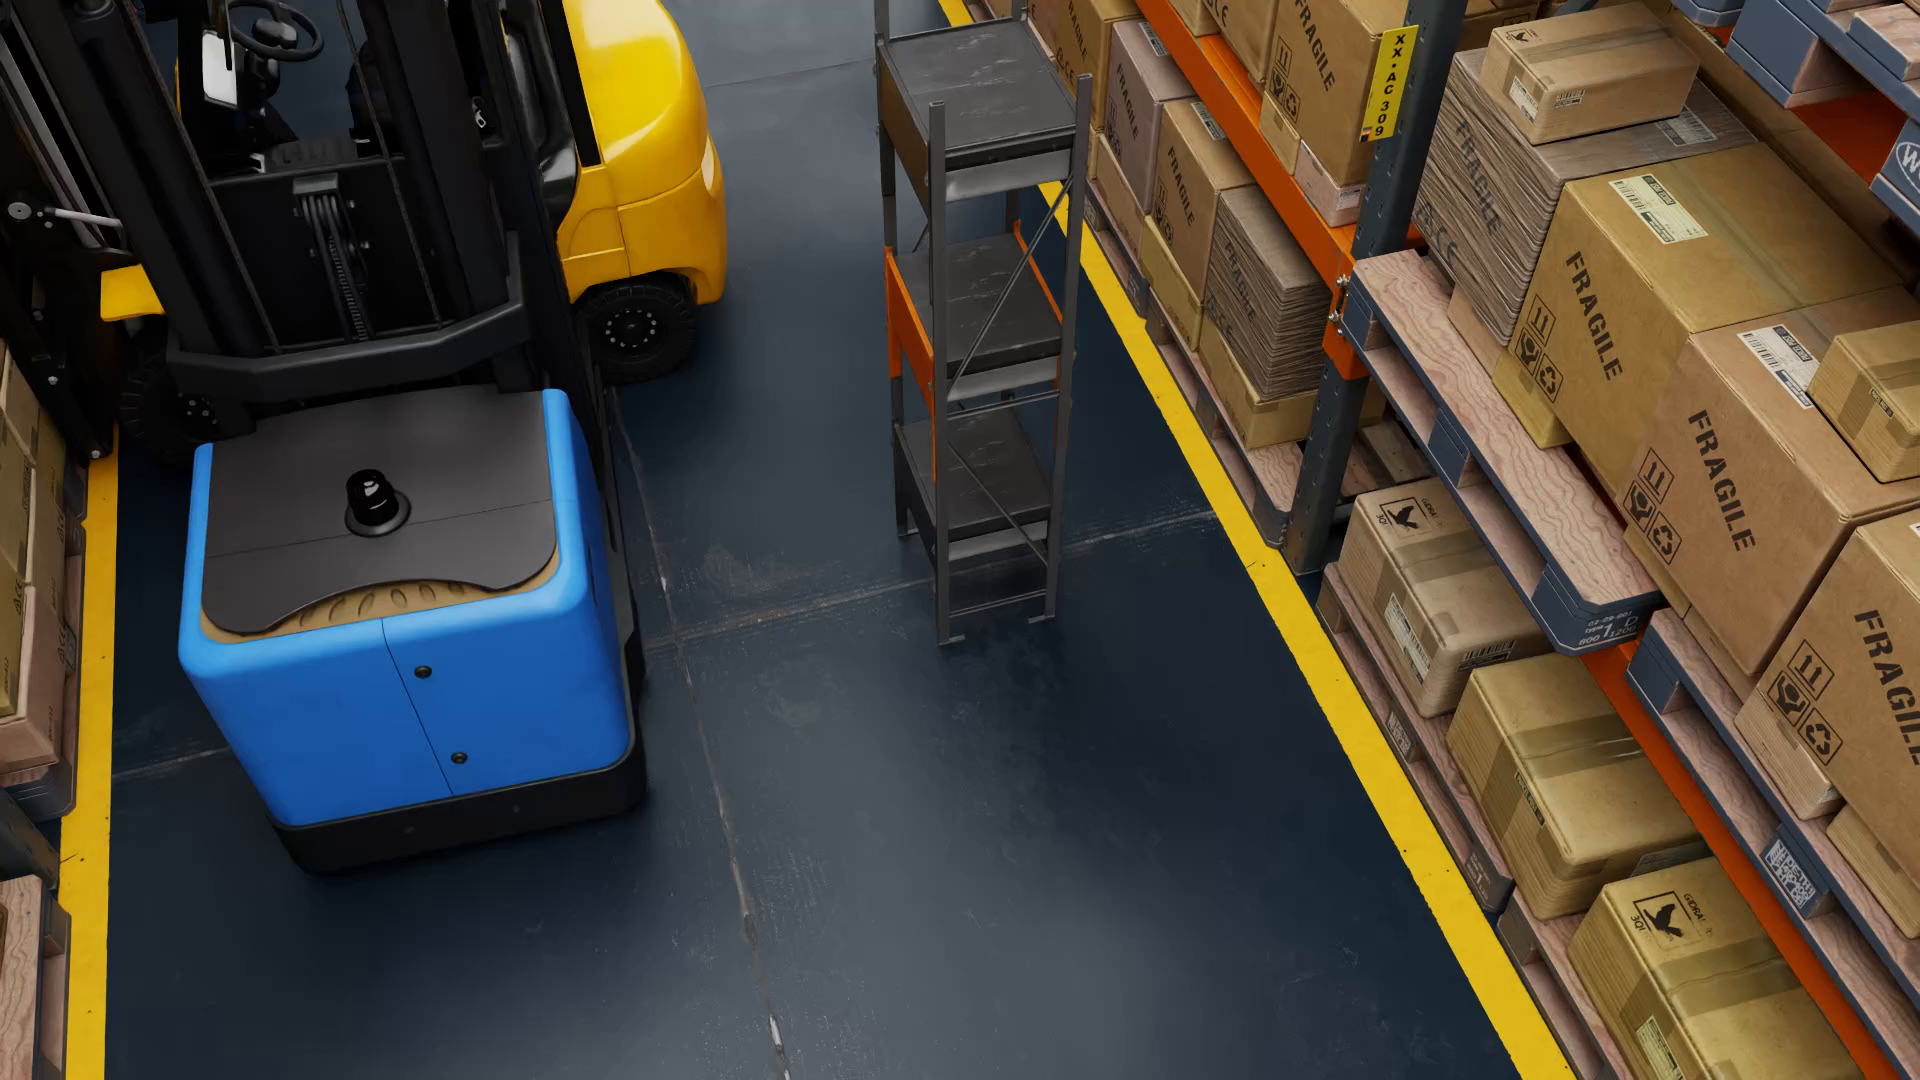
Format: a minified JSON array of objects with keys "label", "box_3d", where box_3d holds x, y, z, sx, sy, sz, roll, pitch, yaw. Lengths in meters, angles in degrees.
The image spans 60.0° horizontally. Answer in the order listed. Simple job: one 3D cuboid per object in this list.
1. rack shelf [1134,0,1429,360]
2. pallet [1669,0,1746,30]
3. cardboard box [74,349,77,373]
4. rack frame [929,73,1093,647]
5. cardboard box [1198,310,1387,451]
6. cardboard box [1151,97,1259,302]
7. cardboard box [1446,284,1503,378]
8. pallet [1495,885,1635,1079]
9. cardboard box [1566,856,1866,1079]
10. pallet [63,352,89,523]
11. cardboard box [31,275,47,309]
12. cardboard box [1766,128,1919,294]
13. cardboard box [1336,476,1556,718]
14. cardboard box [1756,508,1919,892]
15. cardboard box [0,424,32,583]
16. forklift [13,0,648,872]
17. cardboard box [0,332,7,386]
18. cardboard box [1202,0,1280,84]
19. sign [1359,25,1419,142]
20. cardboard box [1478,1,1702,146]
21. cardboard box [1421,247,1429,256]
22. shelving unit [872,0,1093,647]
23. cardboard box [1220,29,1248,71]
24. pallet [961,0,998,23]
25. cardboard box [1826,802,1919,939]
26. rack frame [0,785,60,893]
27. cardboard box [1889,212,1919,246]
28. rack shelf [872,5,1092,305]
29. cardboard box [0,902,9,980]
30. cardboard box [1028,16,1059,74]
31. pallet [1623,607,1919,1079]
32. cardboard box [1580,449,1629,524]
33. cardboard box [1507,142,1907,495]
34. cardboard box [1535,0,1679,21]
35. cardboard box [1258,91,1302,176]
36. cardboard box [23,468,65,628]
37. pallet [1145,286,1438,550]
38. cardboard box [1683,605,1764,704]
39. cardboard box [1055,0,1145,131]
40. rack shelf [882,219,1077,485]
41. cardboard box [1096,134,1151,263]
[{"label":"rack shelf","box_3d":[1.006,-2.224,6.133,1.077,0.370,4.000,-13,51,-11]},{"label":"pallet","box_3d":[1.678,-1.426,3.151,1.213,0.211,1.003,-13,51,-11]},{"label":"cardboard box","box_3d":[-3.433,-0.662,5.870,0.500,0.250,0.500,-12,51,-10]},{"label":"rack frame","box_3d":[0.121,-0.378,4.695,0.400,2.100,0.015,-13,51,-11]},{"label":"cardboard box","box_3d":[1.166,-0.615,5.830,0.500,0.250,0.500,-11,51,-9]},{"label":"cardboard box","box_3d":[1.014,-1.228,5.857,0.500,0.500,0.500,-12,51,-10]},{"label":"cardboard box","box_3d":[1.459,-0.574,4.162,0.380,0.149,0.250,-13,51,-10]},{"label":"pallet","box_3d":[2.194,1.365,4.461,1.003,0.211,1.213,-13,51,-11]},{"label":"cardboard box","box_3d":[2.178,1.131,4.279,0.950,0.372,0.625,-12,51,-10]},{"label":"pallet","box_3d":[-3.703,-0.454,5.995,1.003,0.211,1.213,-13,51,-11]},{"label":"cardboard box","box_3d":[-3.428,-0.809,5.667,0.500,0.250,0.500,-13,51,-11]},{"label":"cardboard box","box_3d":[2.101,-0.611,3.769,0.500,0.500,0.500,-13,51,-11]},{"label":"cardboard box","box_3d":[1.755,0.099,5.148,0.950,0.372,0.625,-13,51,-11]},{"label":"cardboard box","box_3d":[1.906,0.252,3.041,0.500,0.500,0.500,-15,52,-12]},{"label":"cardboard box","box_3d":[-3.142,-0.071,5.044,0.500,0.250,0.500,-14,51,-11]},{"label":"forklift","box_3d":[-1.781,-1.133,4.788,1.130,2.935,3.031,-10,51,-8]},{"label":"cardboard box","box_3d":[-3.286,-0.602,5.165,0.500,0.250,0.500,-12,51,-10]},{"label":"cardboard box","box_3d":[1.070,-1.766,5.017,0.500,0.500,0.500,-12,51,-10]},{"label":"sign","box_3d":[1.081,-1.146,4.188,0.100,0.325,0.005,-13,51,-11]},{"label":"cardboard box","box_3d":[1.399,-1.044,3.709,0.380,0.149,0.250,-14,51,-11]},{"label":"cardboard box","box_3d":[1.681,-0.978,5.645,0.500,0.500,0.500,-11,51,-9]},{"label":"shelving unit","box_3d":[0.049,-0.556,4.845,0.431,2.100,0.503,-13,51,-11]},{"label":"cardboard box","box_3d":[1.068,-1.653,5.346,0.380,0.149,0.250,-14,51,-11]},{"label":"pallet","box_3d":[0.643,-2.361,7.602,1.003,0.211,1.213,-13,51,-11]},{"label":"cardboard box","box_3d":[1.925,0.572,3.195,0.380,0.149,0.250,-15,51,-12]},{"label":"rack frame","box_3d":[-3.143,0.130,3.678,1.000,3.000,0.127,-13,51,-11]},{"label":"cardboard box","box_3d":[2.166,-0.681,3.403,0.380,0.149,0.250,-15,51,-12]},{"label":"rack shelf","box_3d":[0.049,-0.998,4.321,0.431,0.518,0.480,-13,51,-11]},{"label":"cardboard box","box_3d":[-2.978,1.139,4.107,0.875,0.625,0.625,-11,51,-9]},{"label":"cardboard box","box_3d":[0.533,-2.139,7.115,0.500,0.250,0.500,-12,51,-10]},{"label":"pallet","box_3d":[2.156,0.552,3.448,1.003,0.211,1.213,-13,51,-11]},{"label":"cardboard box","box_3d":[1.681,-0.200,3.846,0.380,0.149,0.250,-10,51,-9]},{"label":"cardboard box","box_3d":[1.611,-0.485,3.663,0.500,0.500,0.500,-13,51,-11]},{"label":"cardboard box","box_3d":[1.734,-1.507,4.799,0.500,0.500,0.500,-13,51,-11]},{"label":"cardboard box","box_3d":[1.131,-1.260,5.015,0.380,0.149,0.250,-12,51,-10]},{"label":"cardboard box","box_3d":[-3.135,0.086,5.240,0.500,0.250,0.500,-14,51,-12]},{"label":"pallet","box_3d":[1.365,-0.579,6.100,1.003,0.211,1.213,-13,51,-11]},{"label":"cardboard box","box_3d":[1.789,0.178,3.527,0.380,0.149,0.250,-13,51,-11]},{"label":"cardboard box","box_3d":[0.696,-1.989,6.498,0.500,0.500,0.500,-12,51,-10]},{"label":"rack shelf","box_3d":[0.049,-0.547,4.856,0.431,0.518,0.480,-13,51,-11]},{"label":"cardboard box","box_3d":[0.853,-1.374,6.470,0.500,0.250,0.500,-13,51,-10]}]
